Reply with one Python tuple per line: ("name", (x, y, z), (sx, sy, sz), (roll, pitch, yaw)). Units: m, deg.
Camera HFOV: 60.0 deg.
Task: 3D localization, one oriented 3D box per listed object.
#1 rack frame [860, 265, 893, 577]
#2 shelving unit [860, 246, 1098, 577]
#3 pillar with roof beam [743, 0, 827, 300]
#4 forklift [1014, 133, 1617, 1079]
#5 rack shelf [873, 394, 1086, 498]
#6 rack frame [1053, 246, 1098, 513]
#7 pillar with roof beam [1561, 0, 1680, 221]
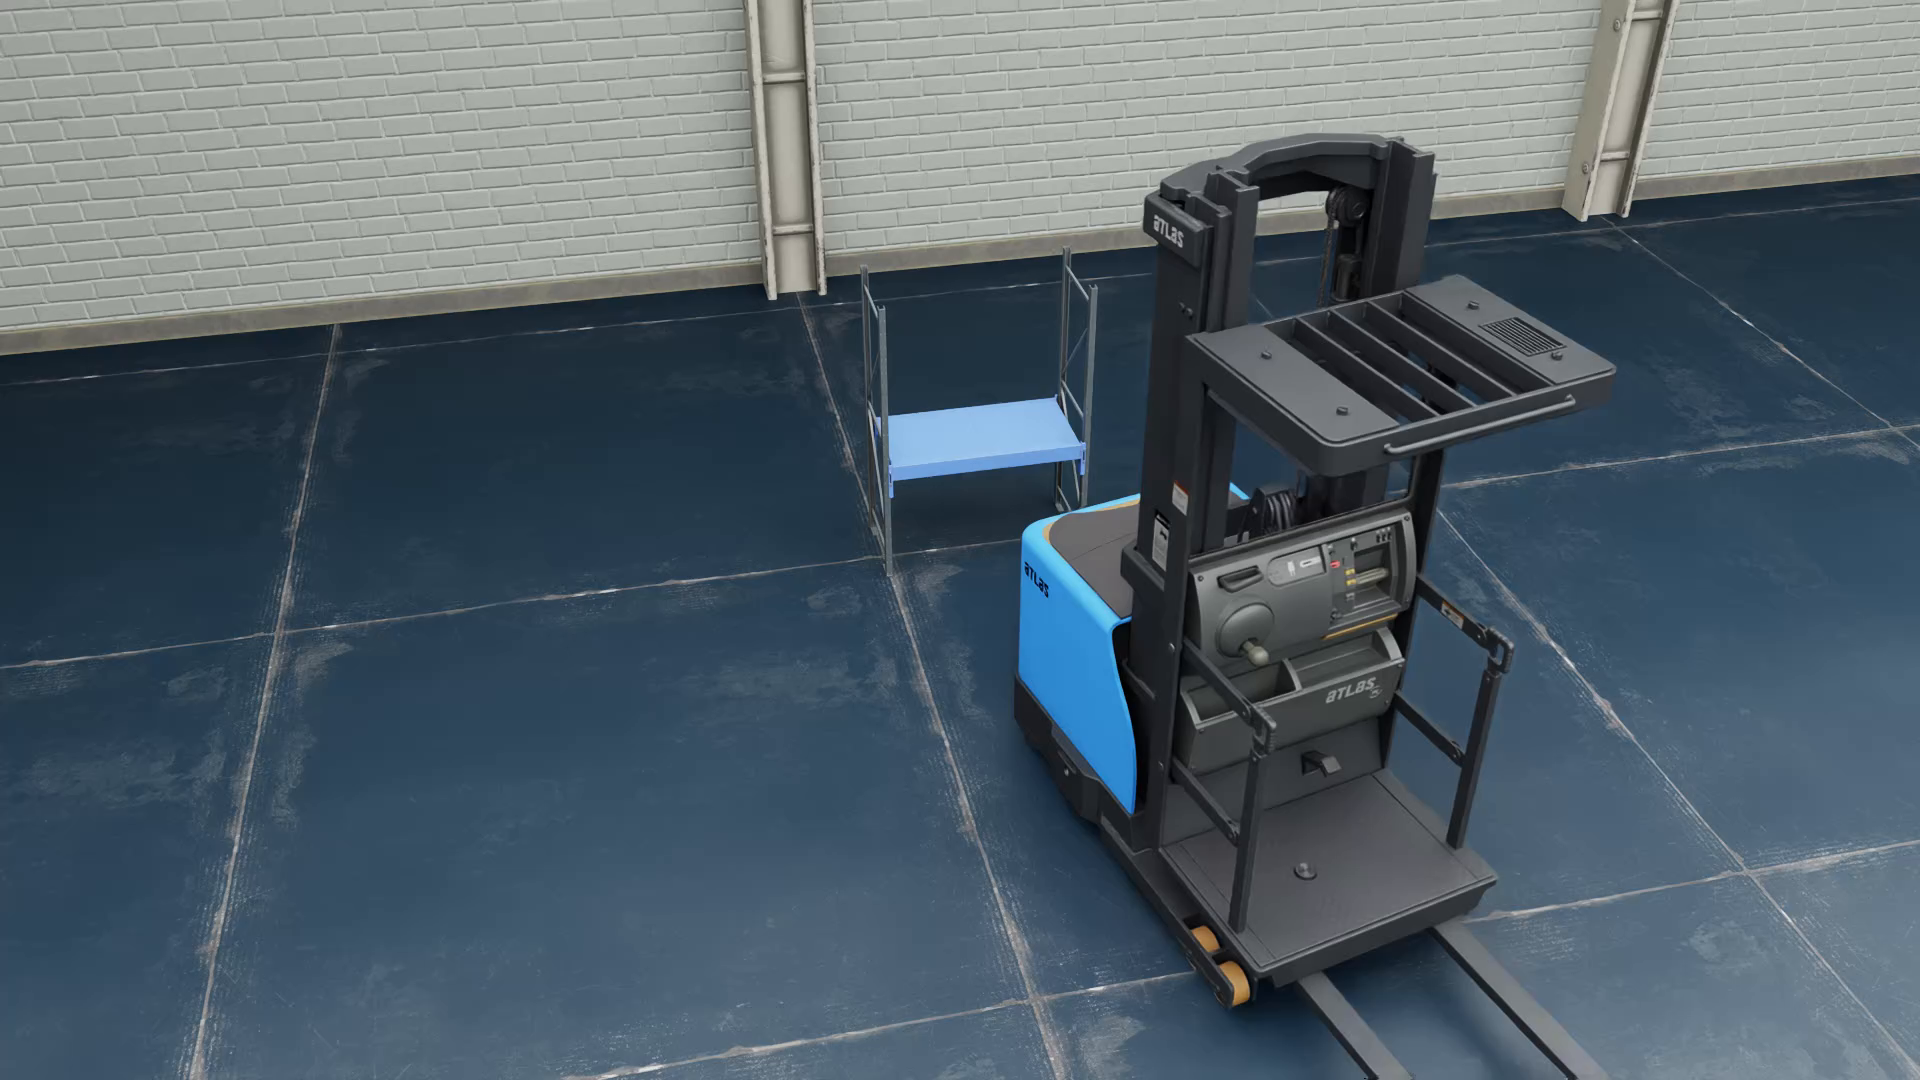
("rack frame", (-0.413, -0.571, 8.255), (0.032, 1.500, 0.500), (-7, 35, -11))
("shelving unit", (0.083, -0.633, 8.348), (1.048, 1.500, 0.538), (-7, 35, -11))
("pillar with roof beam", (-0.174, -3.114, 5.314), (0.400, 9.000, 9.100), (-7, 35, -11))
("forklift", (1.330, 0.233, 5.773), (1.130, 2.935, 3.031), (-15, 37, -21))
("rack shelf", (0.083, -0.484, 8.448), (1.000, 0.185, 0.538), (-7, 35, -11))
("rack frame", (0.579, -0.696, 8.441), (0.032, 1.500, 0.500), (-7, 35, -11))
("pillar with roof beam", (5.678, -3.851, 6.413), (0.400, 9.000, 9.100), (-7, 35, -11))
